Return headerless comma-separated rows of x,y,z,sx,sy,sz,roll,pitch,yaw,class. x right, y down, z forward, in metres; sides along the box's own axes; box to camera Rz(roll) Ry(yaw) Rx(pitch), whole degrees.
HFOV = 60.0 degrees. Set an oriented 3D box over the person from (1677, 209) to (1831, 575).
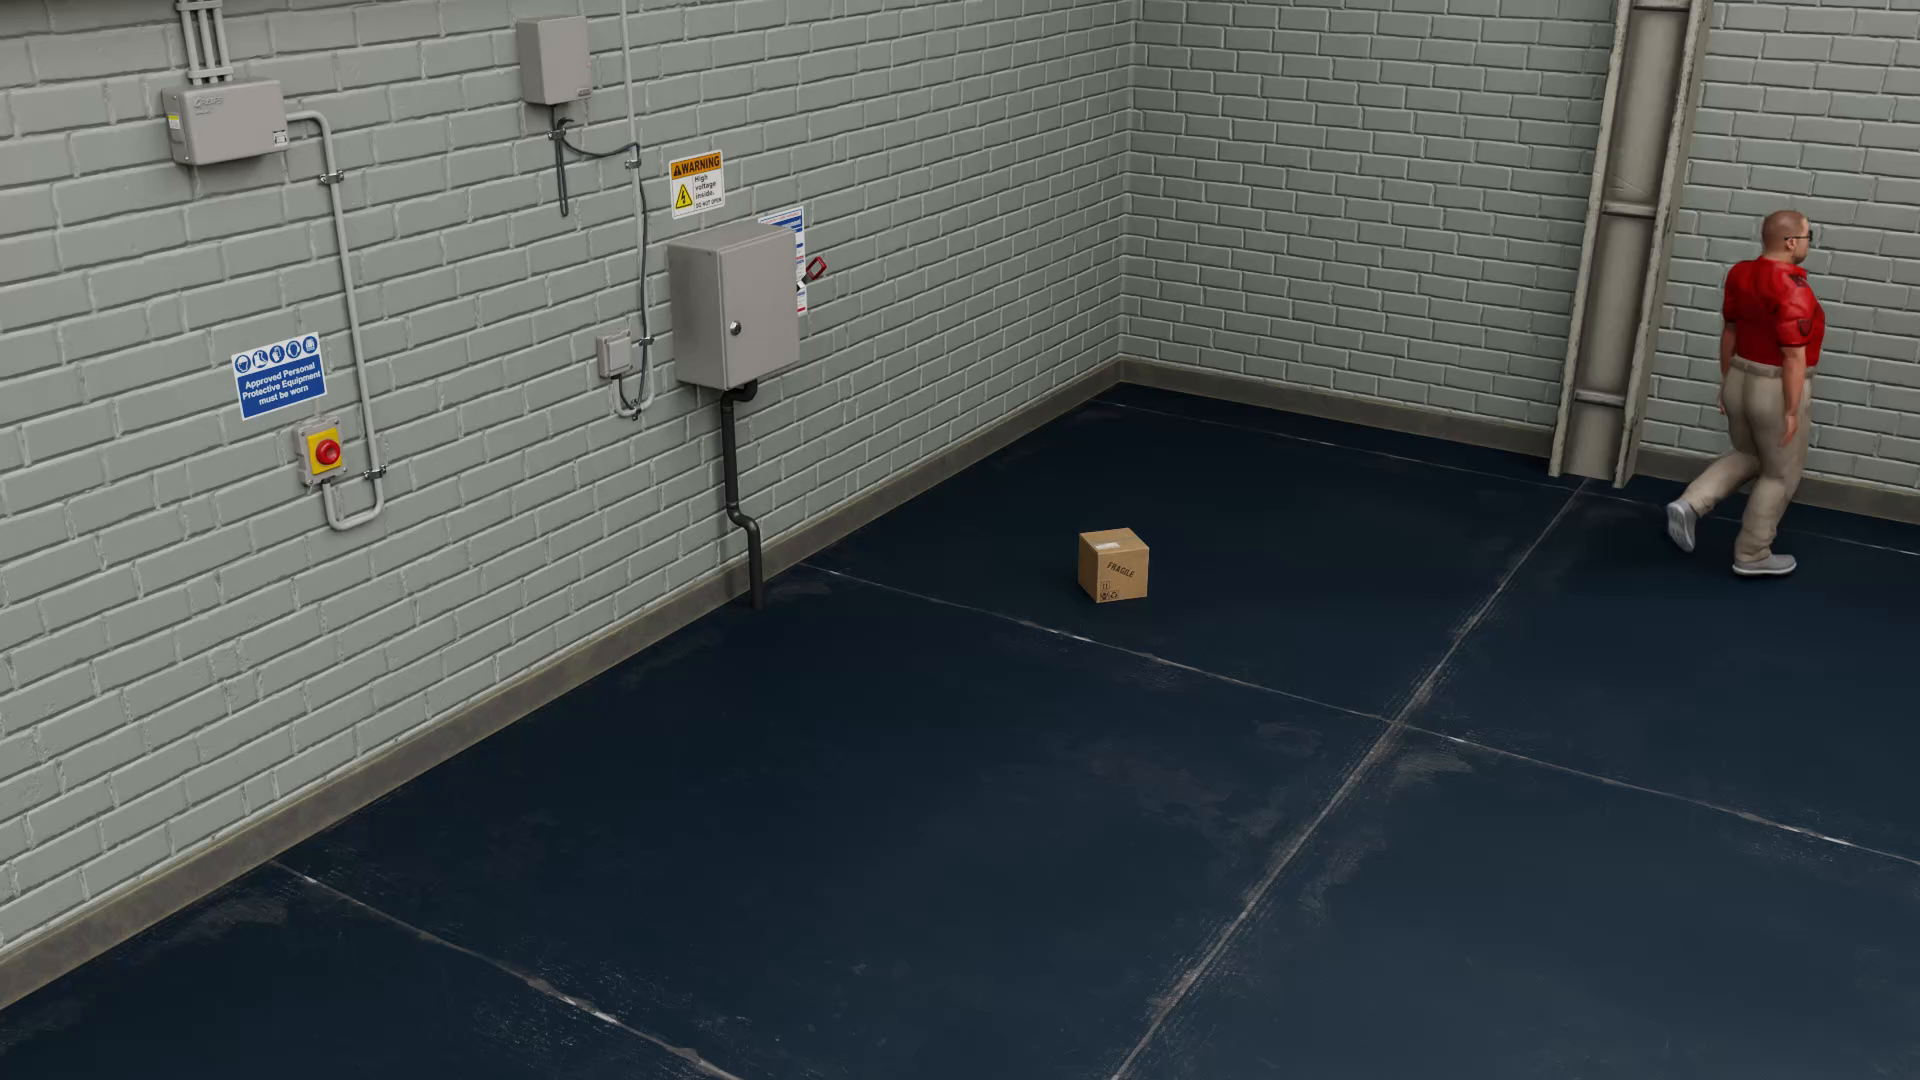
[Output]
3.718,-0.670,7.645,0.504,1.713,0.538,-5,24,-13,person
